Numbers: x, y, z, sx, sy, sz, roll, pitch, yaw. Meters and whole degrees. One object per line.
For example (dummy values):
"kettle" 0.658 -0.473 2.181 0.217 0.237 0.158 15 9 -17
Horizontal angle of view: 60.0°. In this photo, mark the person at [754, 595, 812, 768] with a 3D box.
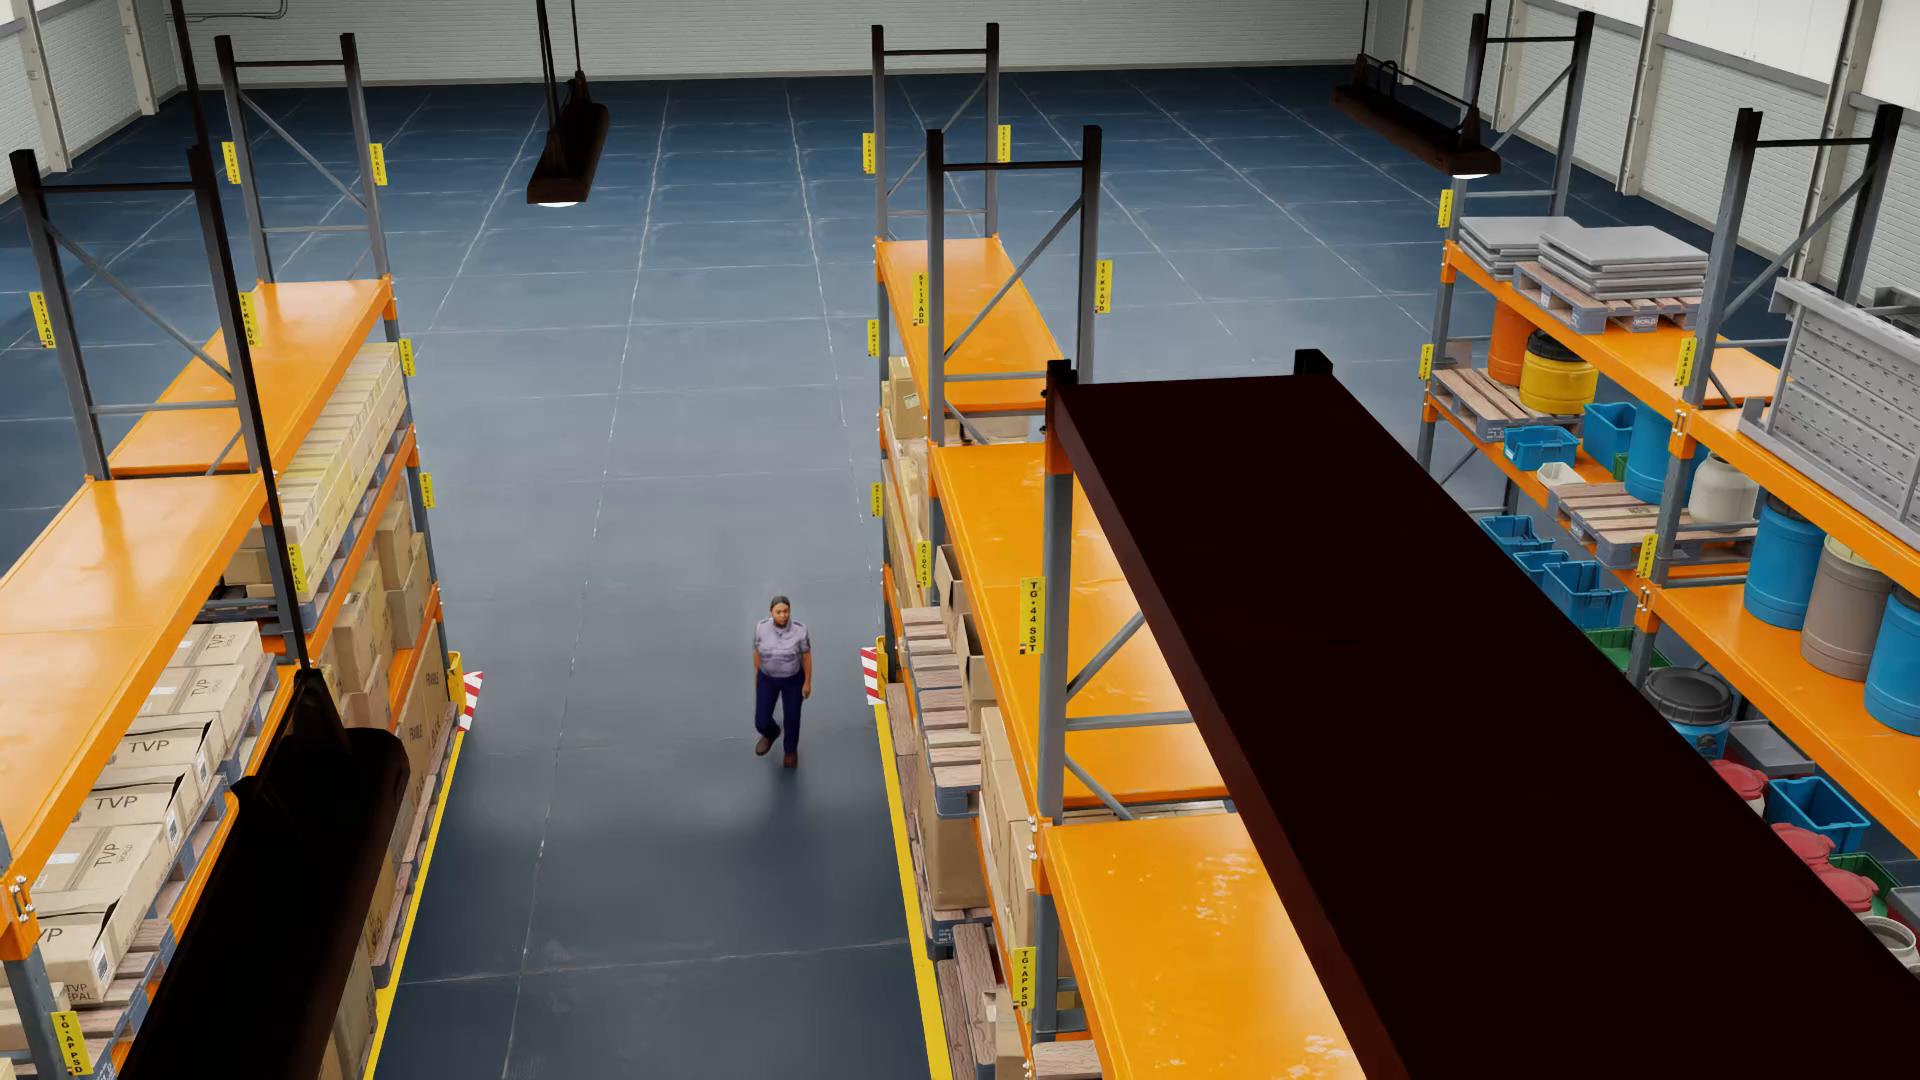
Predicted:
"person" -1.515 1.192 14.096 0.539 1.636 0.462 0 25 1
